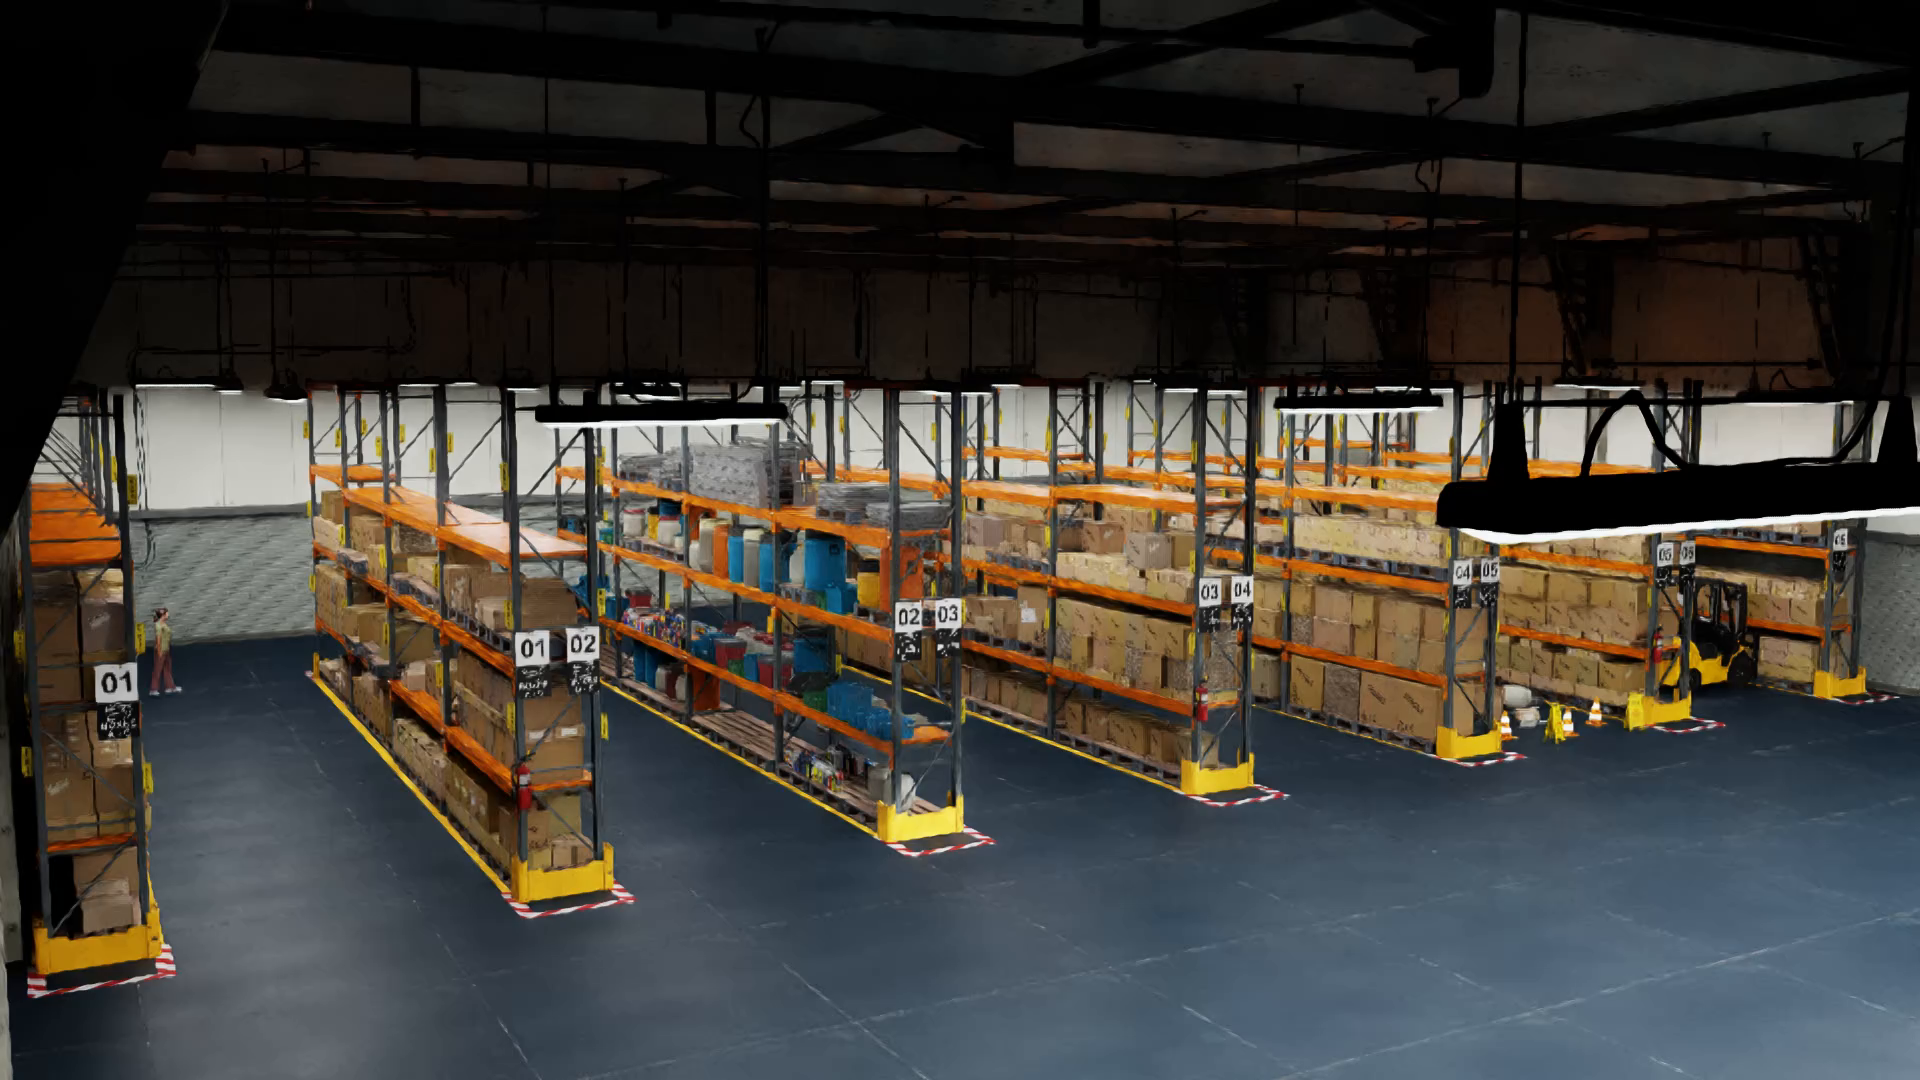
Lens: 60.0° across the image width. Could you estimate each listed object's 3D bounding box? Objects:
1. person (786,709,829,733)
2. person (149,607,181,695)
[{"bbox_3d":[-2.624,2.499,28.469,0.491,1.598,1.000,-5,8,-37],"label":"person"},{"bbox_3d":[-15.269,2.115,31.833,0.512,1.672,0.568,-2,6,-17],"label":"person"}]
